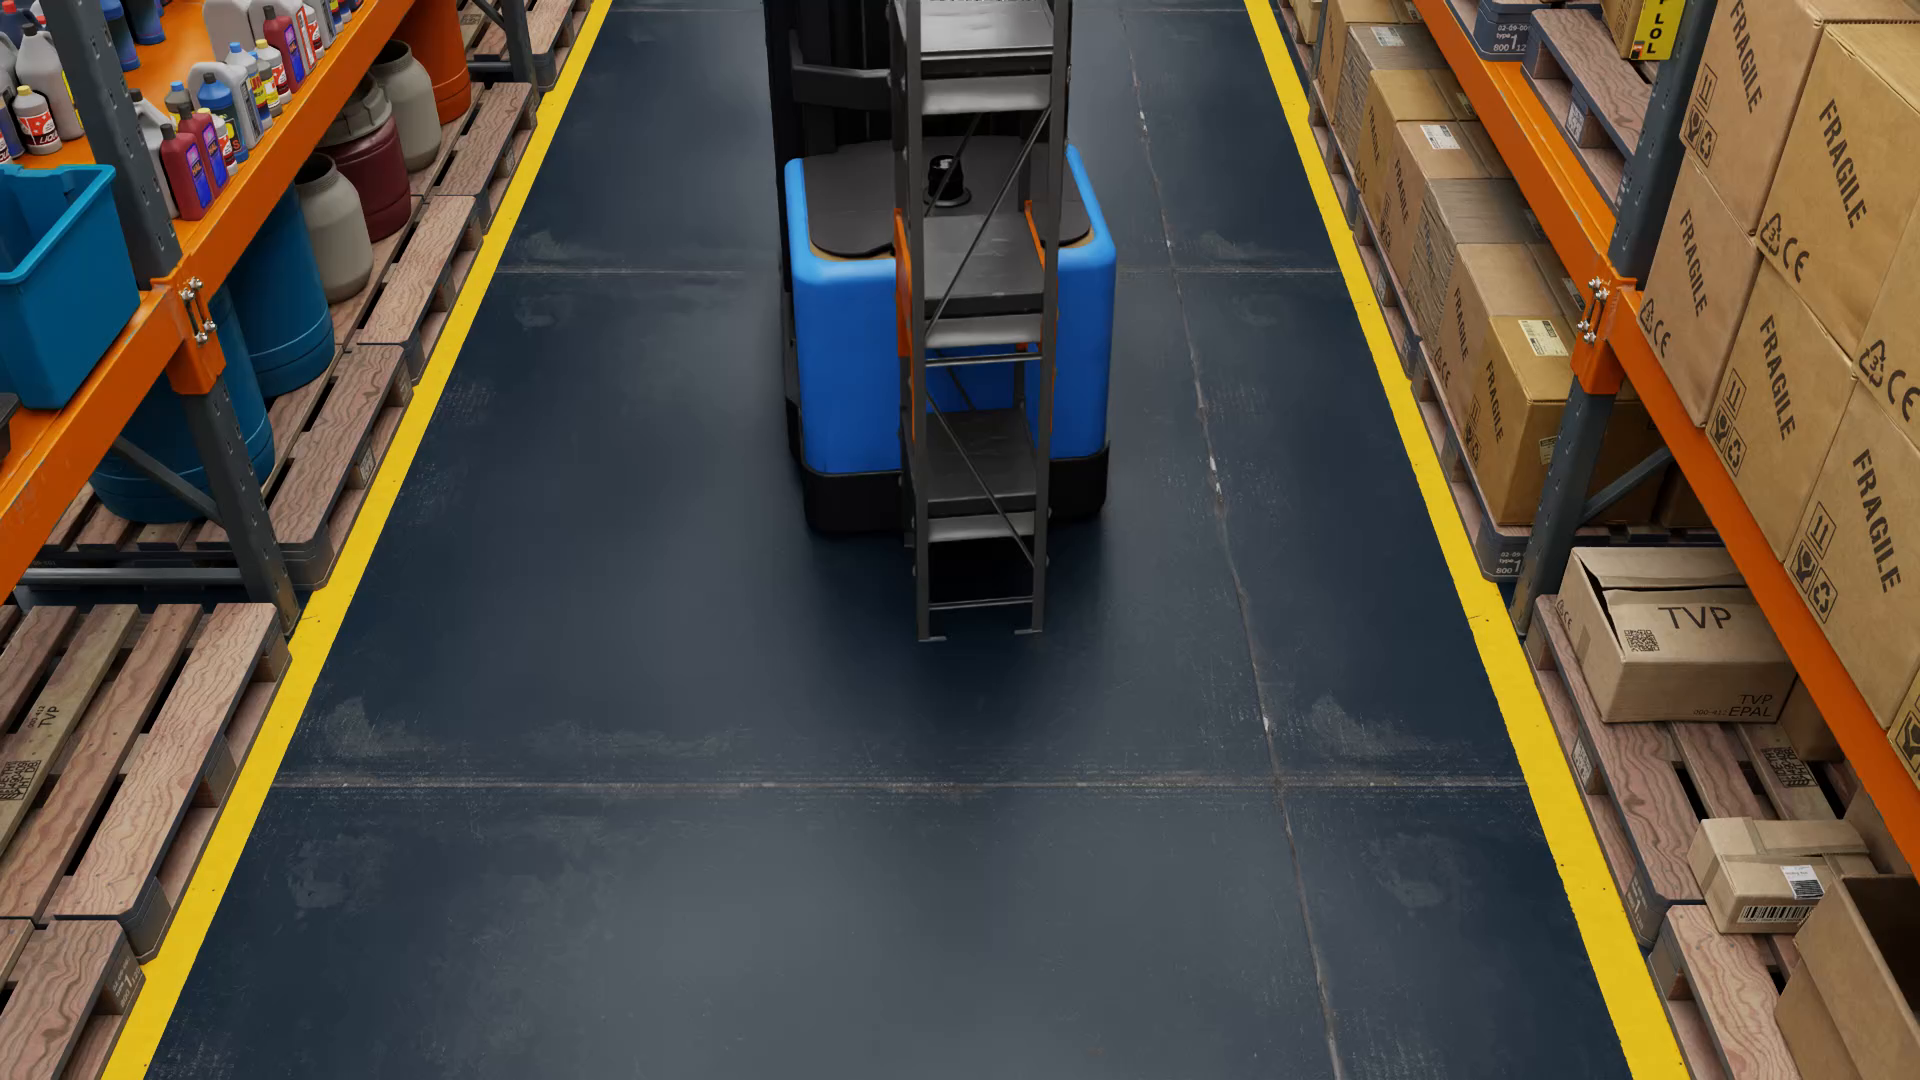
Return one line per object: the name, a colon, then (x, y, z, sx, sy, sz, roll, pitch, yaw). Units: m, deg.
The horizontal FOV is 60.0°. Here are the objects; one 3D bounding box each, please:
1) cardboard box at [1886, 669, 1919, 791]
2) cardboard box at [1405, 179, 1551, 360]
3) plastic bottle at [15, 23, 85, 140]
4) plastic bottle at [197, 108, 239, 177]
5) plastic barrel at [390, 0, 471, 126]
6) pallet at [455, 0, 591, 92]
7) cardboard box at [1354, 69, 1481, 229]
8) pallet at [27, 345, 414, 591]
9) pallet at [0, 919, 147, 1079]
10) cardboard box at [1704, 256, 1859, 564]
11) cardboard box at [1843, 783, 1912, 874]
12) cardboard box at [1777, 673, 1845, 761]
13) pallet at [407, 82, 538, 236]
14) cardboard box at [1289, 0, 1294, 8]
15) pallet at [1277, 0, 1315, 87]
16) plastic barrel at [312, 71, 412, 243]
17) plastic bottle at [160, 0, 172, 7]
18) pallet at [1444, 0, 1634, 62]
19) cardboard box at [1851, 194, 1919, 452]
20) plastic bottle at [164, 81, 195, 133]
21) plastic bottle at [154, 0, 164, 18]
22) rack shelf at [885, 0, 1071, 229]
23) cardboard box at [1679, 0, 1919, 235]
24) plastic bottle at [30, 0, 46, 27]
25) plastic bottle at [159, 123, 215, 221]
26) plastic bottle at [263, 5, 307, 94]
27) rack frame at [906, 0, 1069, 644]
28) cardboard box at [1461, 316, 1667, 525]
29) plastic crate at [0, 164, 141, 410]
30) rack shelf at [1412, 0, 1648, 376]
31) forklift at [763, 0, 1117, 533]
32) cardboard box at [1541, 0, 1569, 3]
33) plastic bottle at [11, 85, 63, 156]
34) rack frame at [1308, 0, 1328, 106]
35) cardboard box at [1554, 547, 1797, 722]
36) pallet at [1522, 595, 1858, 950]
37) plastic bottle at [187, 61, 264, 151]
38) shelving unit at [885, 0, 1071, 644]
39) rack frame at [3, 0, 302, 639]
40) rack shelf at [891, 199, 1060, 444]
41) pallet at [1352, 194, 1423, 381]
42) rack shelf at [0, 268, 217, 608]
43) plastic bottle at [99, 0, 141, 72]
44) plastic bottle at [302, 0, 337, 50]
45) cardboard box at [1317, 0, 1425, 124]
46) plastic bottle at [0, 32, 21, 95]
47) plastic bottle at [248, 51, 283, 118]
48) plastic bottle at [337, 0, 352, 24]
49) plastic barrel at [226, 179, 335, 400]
cardboard box: (2.029, 0.338, 2.849, 0.500, 0.500, 0.500, -1, 39, -1)
cardboard box: (2.017, -1.020, 6.271, 0.500, 0.500, 0.500, 0, 39, 1)
plastic bottle: (-2.841, -1.447, 5.196, 0.144, 0.351, 0.185, 0, 39, 0)
plastic bottle: (-2.249, -1.199, 5.007, 0.097, 0.201, 0.097, 0, 39, 0)
plastic barrel: (-2.644, -2.404, 7.751, 0.600, 0.830, 0.708, 0, 39, 0)
pallet: (-2.624, -2.789, 9.062, 1.003, 0.211, 1.213, 0, 39, 0)
cardboard box: (2.008, -1.664, 7.075, 0.500, 0.500, 0.500, -1, 39, -1)
pallet: (-2.616, -0.286, 5.938, 1.003, 0.211, 1.213, 0, 39, 0)
pallet: (-2.613, 1.421, 3.808, 1.003, 0.211, 1.213, 0, 39, 0)
cardboard box: (2.028, -0.293, 3.637, 0.500, 0.500, 0.500, 1, 39, 1)
cardboard box: (2.582, 0.810, 4.139, 0.500, 0.311, 0.500, 0, 39, 0)
cardboard box: (2.581, 0.267, 4.665, 0.500, 0.500, 0.500, 0, 39, 0)
pallet: (-2.619, -1.812, 7.842, 1.003, 0.211, 1.213, 0, 39, 0)
cardboard box: (2.043, -3.136, 9.128, 0.500, 0.250, 0.500, 0, 39, -1)
pallet: (2.330, -2.821, 9.101, 1.003, 0.211, 1.213, 0, 39, 0)
plastic barrel: (-2.643, -1.604, 6.945, 0.600, 0.588, 0.708, 0, 39, 0)
plastic bottle: (-2.986, -2.136, 6.056, 0.144, 0.351, 0.185, 0, 39, 0)
pallet: (2.299, -2.103, 6.129, 1.003, 0.211, 1.213, 0, 39, 0)
cardboard box: (2.017, -0.383, 2.950, 0.500, 0.500, 0.500, -1, 39, -1)
plastic bottle: (-2.402, -1.321, 5.158, 0.097, 0.201, 0.097, 0, 39, 0)
plastic bottle: (-2.949, -2.016, 5.971, 0.097, 0.271, 0.097, 0, 39, 0)
rack shelf: (0.038, -1.193, 4.462, 0.431, 0.518, 0.480, -4, 39, -5)
cardboard box: (2.016, -1.027, 3.753, 0.500, 0.500, 0.500, 1, 39, 1)
plastic bottle: (-2.982, -1.633, 5.488, 0.152, 0.276, 0.135, 0, 39, 0)
plastic bottle: (-2.231, -1.076, 4.787, 0.061, 0.283, 0.133, 0, 39, 0)
plastic bottle: (-2.232, -1.631, 5.480, 0.061, 0.283, 0.133, 0, 39, 0)
rack frame: (0.067, -0.506, 4.702, 0.400, 2.100, 0.015, -4, 39, -5)
cardboard box: (2.009, -0.397, 5.494, 0.500, 0.500, 0.500, 0, 39, 0)
plastic crate: (-2.315, -0.617, 4.086, 0.392, 0.384, 0.575, 0, 39, 0)
rack shelf: (2.294, -1.863, 6.251, 1.077, 0.370, 4.000, 0, 39, 0)
forklift: (-0.176, -2.083, 6.006, 1.130, 2.935, 3.031, -4, 39, -5)
cardboard box: (2.233, -2.200, 5.681, 0.700, 0.500, 0.500, -9, 40, -11)
plastic bottle: (-2.856, -1.300, 5.133, 0.097, 0.201, 0.097, 0, 39, 0)
rack frame: (2.292, -3.394, 7.587, 1.000, 3.000, 0.127, 0, 39, 0)
cardboard box: (2.081, 0.247, 4.841, 0.500, 0.311, 0.500, 0, 39, 0)
pallet: (2.296, 0.625, 4.801, 1.003, 0.211, 1.213, 0, 39, 0)
plastic bottle: (-2.277, -1.362, 5.150, 0.152, 0.276, 0.135, 0, 39, 0)
shelving unit: (0.038, -0.658, 4.891, 0.431, 2.100, 0.503, -4, 39, -5)
rack frame: (-2.657, -0.891, 4.464, 1.000, 3.000, 0.127, 0, 39, 0)
rack shelf: (0.038, -0.647, 4.900, 0.431, 0.518, 0.480, -4, 39, -5)
pallet: (2.253, -1.078, 6.926, 1.003, 0.211, 1.213, 0, 39, 0)
rack shelf: (-2.655, 0.640, 3.128, 1.077, 0.370, 4.000, 0, 39, 0)
plastic bottle: (-2.857, -1.727, 5.610, 0.097, 0.271, 0.097, 0, 39, 0)
plastic bottle: (-2.278, -1.857, 5.768, 0.152, 0.276, 0.135, 0, 39, 0)
cardboard box: (2.007, -2.306, 7.875, 0.500, 0.500, 0.500, 2, 39, 2)
plastic bottle: (-2.985, -1.447, 5.196, 0.144, 0.351, 0.185, 0, 39, 0)
plastic bottle: (-2.250, -1.466, 5.339, 0.097, 0.201, 0.097, 0, 39, 0)
plastic bottle: (-2.251, -1.988, 5.936, 0.097, 0.271, 0.097, 0, 39, 0)
plastic barrel: (-2.641, -1.020, 5.966, 0.600, 0.901, 0.708, 0, 39, 0)
